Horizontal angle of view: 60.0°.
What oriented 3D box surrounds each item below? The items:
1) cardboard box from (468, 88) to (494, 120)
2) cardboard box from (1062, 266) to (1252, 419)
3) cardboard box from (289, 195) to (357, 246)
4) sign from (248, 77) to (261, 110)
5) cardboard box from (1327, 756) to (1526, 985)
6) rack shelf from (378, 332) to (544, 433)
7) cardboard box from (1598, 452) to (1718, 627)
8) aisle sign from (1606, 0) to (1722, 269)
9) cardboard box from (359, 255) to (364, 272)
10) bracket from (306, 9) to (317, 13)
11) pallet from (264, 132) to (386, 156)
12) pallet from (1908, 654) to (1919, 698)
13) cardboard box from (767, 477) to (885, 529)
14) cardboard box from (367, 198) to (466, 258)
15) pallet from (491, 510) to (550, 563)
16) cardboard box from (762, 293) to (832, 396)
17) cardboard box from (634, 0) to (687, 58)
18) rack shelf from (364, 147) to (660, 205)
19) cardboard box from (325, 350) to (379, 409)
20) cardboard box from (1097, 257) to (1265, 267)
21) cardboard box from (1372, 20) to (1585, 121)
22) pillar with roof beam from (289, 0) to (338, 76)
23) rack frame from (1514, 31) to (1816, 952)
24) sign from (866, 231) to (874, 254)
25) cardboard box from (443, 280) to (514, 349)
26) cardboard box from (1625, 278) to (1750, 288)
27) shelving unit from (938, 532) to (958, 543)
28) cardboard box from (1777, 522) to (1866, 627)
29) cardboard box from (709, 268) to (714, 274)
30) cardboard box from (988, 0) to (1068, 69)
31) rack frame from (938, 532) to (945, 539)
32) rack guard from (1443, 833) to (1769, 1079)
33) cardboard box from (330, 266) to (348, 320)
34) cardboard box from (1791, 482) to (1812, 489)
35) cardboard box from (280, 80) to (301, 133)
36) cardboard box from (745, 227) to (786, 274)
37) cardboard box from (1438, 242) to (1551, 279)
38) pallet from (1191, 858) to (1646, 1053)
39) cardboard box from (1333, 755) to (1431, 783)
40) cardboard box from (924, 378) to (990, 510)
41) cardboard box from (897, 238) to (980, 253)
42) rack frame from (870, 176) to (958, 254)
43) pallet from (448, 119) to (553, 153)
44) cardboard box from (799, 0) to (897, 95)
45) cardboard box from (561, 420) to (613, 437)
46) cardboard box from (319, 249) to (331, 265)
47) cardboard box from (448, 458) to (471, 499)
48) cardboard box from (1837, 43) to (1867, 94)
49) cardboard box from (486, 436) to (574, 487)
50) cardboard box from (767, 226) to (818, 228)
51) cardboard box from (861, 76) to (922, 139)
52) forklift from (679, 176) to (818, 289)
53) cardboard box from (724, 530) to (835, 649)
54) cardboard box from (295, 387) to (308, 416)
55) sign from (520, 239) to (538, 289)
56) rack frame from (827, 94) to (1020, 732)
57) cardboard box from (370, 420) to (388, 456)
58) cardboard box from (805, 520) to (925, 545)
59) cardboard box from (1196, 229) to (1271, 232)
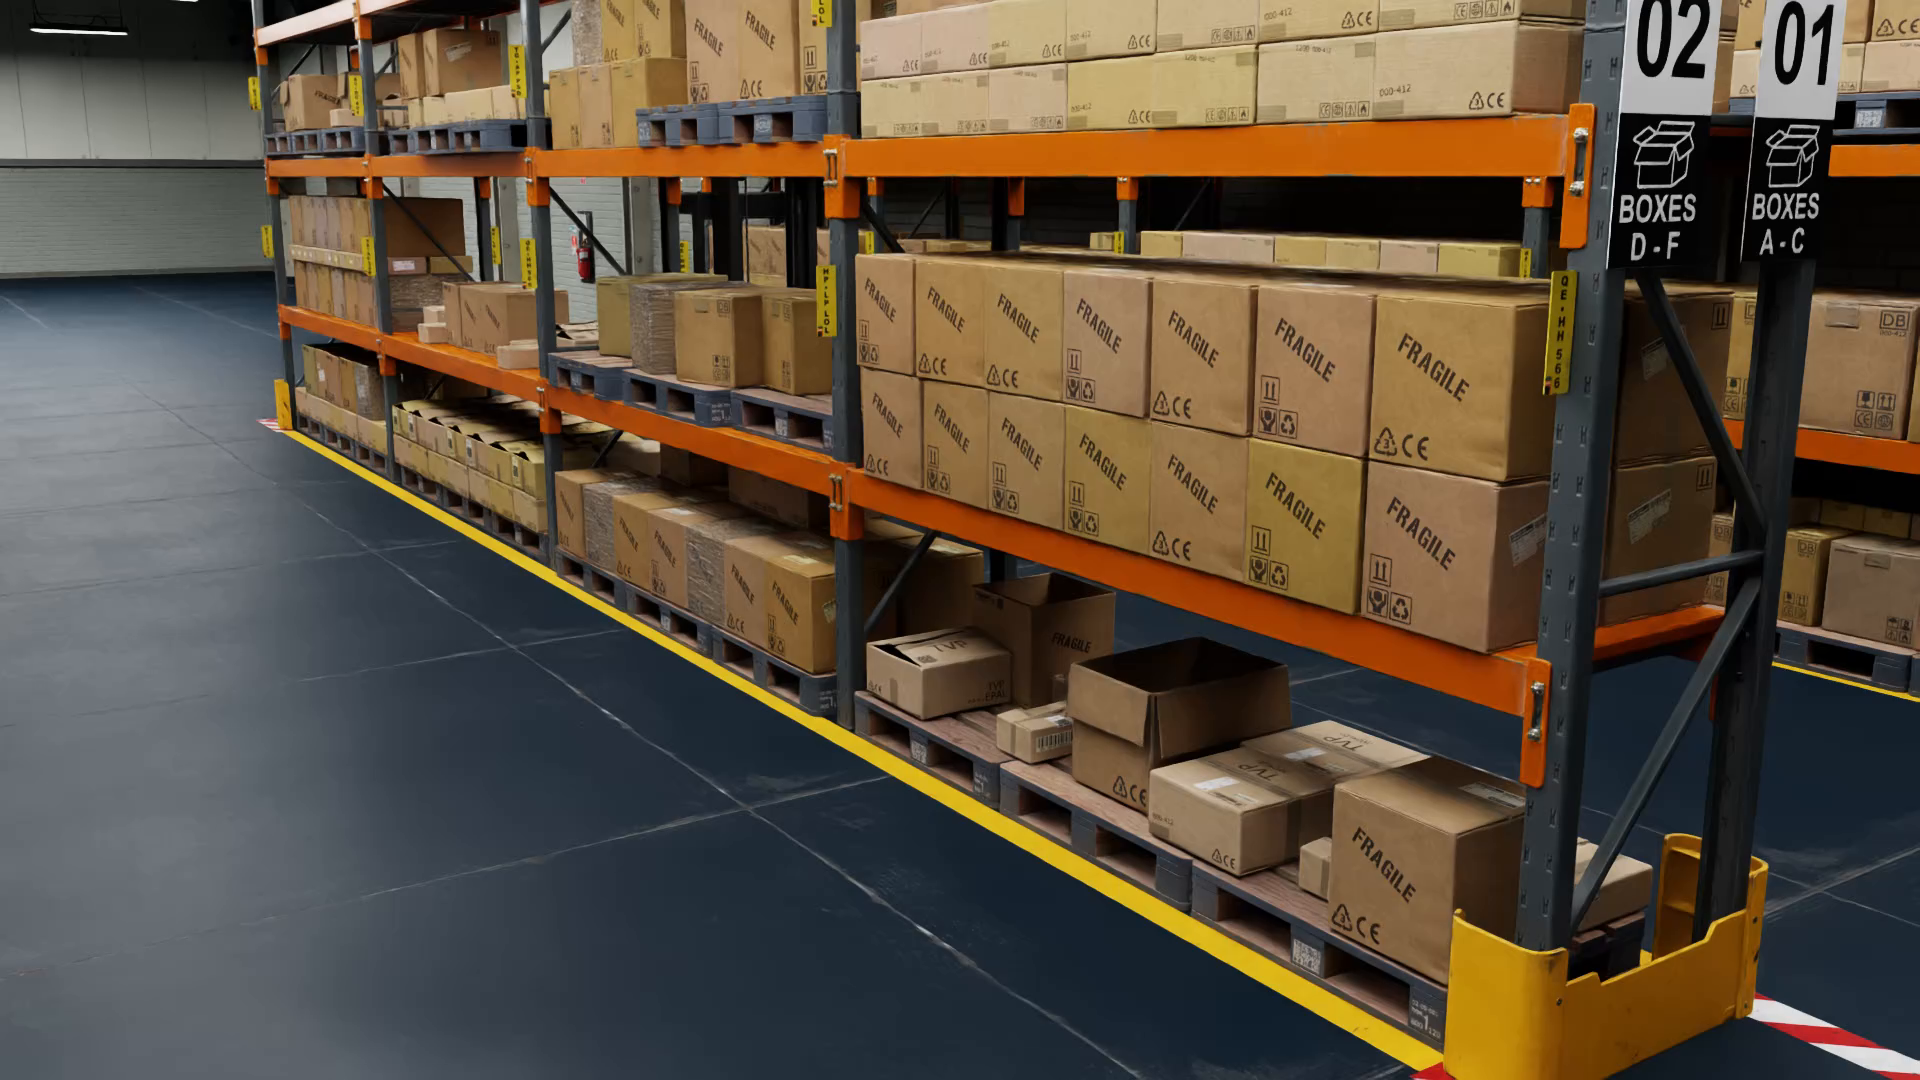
[{"bbox_3d":[-3.283,-3.179,12.223,0.500,0.250,0.500,-8,15,-34],"label":"cardboard box"},{"bbox_3d":[0.729,-0.747,6.183,0.500,0.500,0.500,-8,14,-31],"label":"cardboard box"},{"bbox_3d":[-6.527,-3.325,17.274,0.700,0.500,0.500,-8,15,-33],"label":"cardboard box"},{"bbox_3d":[-7.269,-4.603,17.135,0.100,0.325,0.005,-8,15,-33],"label":"sign"},{"bbox_3d":[1.555,1.048,5.369,0.500,0.500,0.500,-8,15,-33],"label":"cardboard box"},{"bbox_3d":[-3.480,-1.318,13.050,1.077,0.370,4.000,-8,15,-33],"label":"rack shelf"},{"bbox_3d":[2.035,-0.050,5.333,0.500,0.500,0.500,-8,15,-32],"label":"cardboard box"},{"bbox_3d":[1.844,-1.112,4.341,0.394,0.787,0.004,-8,15,-33],"label":"aisle sign"},{"bbox_3d":[-5.199,-2.504,15.038,0.380,0.149,0.250,-9,15,-34],"label":"cardboard box"},{"bbox_3d":[-14.937,-12.143,38.399,0.235,0.232,0.430,-8,15,-33],"label":"bracket"},{"bbox_3d":[-6.434,-4.030,16.952,1.003,0.211,1.213,-8,15,-33],"label":"pallet"},{"bbox_3d":[5.675,0.752,8.430,1.003,0.211,1.213,-8,15,-33],"label":"pallet"},{"bbox_3d":[-0.774,-0.255,9.572,0.500,0.250,0.500,-8,15,-33],"label":"cardboard box"},{"bbox_3d":[-4.839,-2.786,14.808,0.700,0.500,0.500,-8,15,-32],"label":"cardboard box"},{"bbox_3d":[-2.795,-0.102,12.335,1.003,0.211,1.213,-8,15,-33],"label":"pallet"},{"bbox_3d":[-0.665,-1.082,9.069,0.700,0.500,0.500,-6,14,-24],"label":"cardboard box"},{"bbox_3d":[-1.570,-3.056,9.721,0.500,0.500,0.500,-8,15,-33],"label":"cardboard box"},{"bbox_3d":[-3.480,-2.783,12.729,1.077,0.370,4.000,-8,15,-33],"label":"rack shelf"},{"bbox_3d":[-5.863,-1.576,16.243,0.500,0.500,0.500,-8,15,-33],"label":"cardboard box"},{"bbox_3d":[0.906,-0.900,6.880,0.500,0.500,0.500,-8,15,-32],"label":"cardboard box"},{"bbox_3d":[1.557,-1.343,4.811,0.500,0.250,0.500,-8,15,-33],"label":"cardboard box"},{"bbox_3d":[-18.455,-9.991,36.983,9.100,9.000,0.548,-8,15,-33],"label":"pillar with roof beam"},{"bbox_3d":[2.061,0.109,4.840,1.000,3.000,0.127,-8,15,-33],"label":"rack frame"},{"bbox_3d":[-0.913,-2.969,16.891,0.100,0.325,0.005,-8,15,-33],"label":"sign"},{"bbox_3d":[-3.884,-1.841,13.527,0.500,0.500,0.500,-7,14,-29],"label":"cardboard box"},{"bbox_3d":[4.253,-1.237,10.296,0.980,0.700,0.700,-8,15,-32],"label":"cardboard box"},{"bbox_3d":[-0.008,-0.589,12.245,0.258,1.200,0.189,-8,15,-33],"label":"shelving unit"},{"bbox_3d":[4.854,0.153,9.507,0.700,0.500,0.500,-8,15,-31],"label":"cardboard box"},{"bbox_3d":[-2.676,-3.135,19.982,0.500,0.250,0.500,-9,15,-34],"label":"cardboard box"},{"bbox_3d":[0.453,-1.943,6.387,0.500,0.250,0.500,-8,15,-33],"label":"cardboard box"},{"bbox_3d":[-0.059,-0.605,12.320,0.240,1.200,0.006,-8,15,-33],"label":"rack frame"},{"bbox_3d":[2.019,1.317,5.169,1.175,0.500,0.348,-8,15,-33],"label":"rack guard"},{"bbox_3d":[-5.696,-2.425,16.198,0.700,0.500,0.500,-8,14,-31],"label":"cardboard box"},{"bbox_3d":[4.821,-0.254,9.851,0.380,0.149,0.250,-9,15,-35],"label":"cardboard box"},{"bbox_3d":[-6.489,-4.423,16.992,0.797,0.503,0.637,-7,14,-29],"label":"cardboard box"},{"bbox_3d":[-2.121,-3.324,19.089,0.500,0.500,0.500,-9,15,-35],"label":"cardboard box"},{"bbox_3d":[3.495,-1.812,10.894,0.500,0.250,0.500,-8,14,-31],"label":"cardboard box"},{"bbox_3d":[1.576,1.317,5.848,1.003,0.211,1.213,-8,15,-33],"label":"pallet"},{"bbox_3d":[1.719,1.019,6.089,0.500,0.250,0.500,-8,15,-33],"label":"cardboard box"},{"bbox_3d":[0.187,-0.437,7.106,0.500,0.500,0.500,-8,15,-32],"label":"cardboard box"},{"bbox_3d":[-0.212,-2.781,16.794,0.700,0.500,0.500,-8,15,-33],"label":"cardboard box"},{"bbox_3d":[-0.466,-2.612,17.284,1.000,3.000,0.127,-8,15,-33],"label":"rack frame"},{"bbox_3d":[-2.822,-2.797,11.550,1.213,0.211,1.003,-7,14,-30],"label":"pallet"},{"bbox_3d":[-0.373,-2.469,8.156,0.600,0.600,0.600,-10,16,-38],"label":"cardboard box"},{"bbox_3d":[-2.996,-0.761,12.959,0.500,0.311,0.500,-9,15,-34],"label":"cardboard box"},{"bbox_3d":[-6.050,-2.778,16.291,0.380,0.149,0.250,-8,15,-33],"label":"cardboard box"},{"bbox_3d":[-3.718,-0.512,13.136,0.500,0.250,0.500,-8,15,-32],"label":"cardboard box"},{"bbox_3d":[4.691,-2.498,8.878,0.500,0.250,0.500,-9,15,-34],"label":"cardboard box"},{"bbox_3d":[-3.160,-0.605,12.247,0.500,0.311,0.500,-8,15,-34],"label":"cardboard box"},{"bbox_3d":[-1.973,-3.477,19.788,0.500,0.500,0.500,-8,15,-32],"label":"cardboard box"},{"bbox_3d":[-0.092,-1.878,7.259,0.500,0.250,0.500,-8,15,-33],"label":"cardboard box"},{"bbox_3d":[-1.977,-2.082,15.023,1.130,2.935,3.031,-8,15,-32],"label":"forklift"},{"bbox_3d":[-0.934,0.261,8.966,0.500,0.500,0.500,-8,15,-33],"label":"cardboard box"},{"bbox_3d":[-6.692,-1.476,17.545,0.500,0.250,0.500,-8,15,-33],"label":"cardboard box"},{"bbox_3d":[-2.832,-1.813,10.920,0.100,0.325,0.005,-8,15,-33],"label":"sign"},{"bbox_3d":[-0.155,-0.602,8.093,1.000,3.000,0.127,-8,15,-33],"label":"rack frame"},{"bbox_3d":[-5.027,-0.943,15.107,0.500,0.250,0.500,-8,15,-33],"label":"cardboard box"},{"bbox_3d":[-0.525,0.196,9.266,0.500,0.500,0.500,-8,15,-32],"label":"cardboard box"},{"bbox_3d":[2.217,-2.421,13.677,0.500,0.250,0.500,-8,14,-31],"label":"cardboard box"}]
